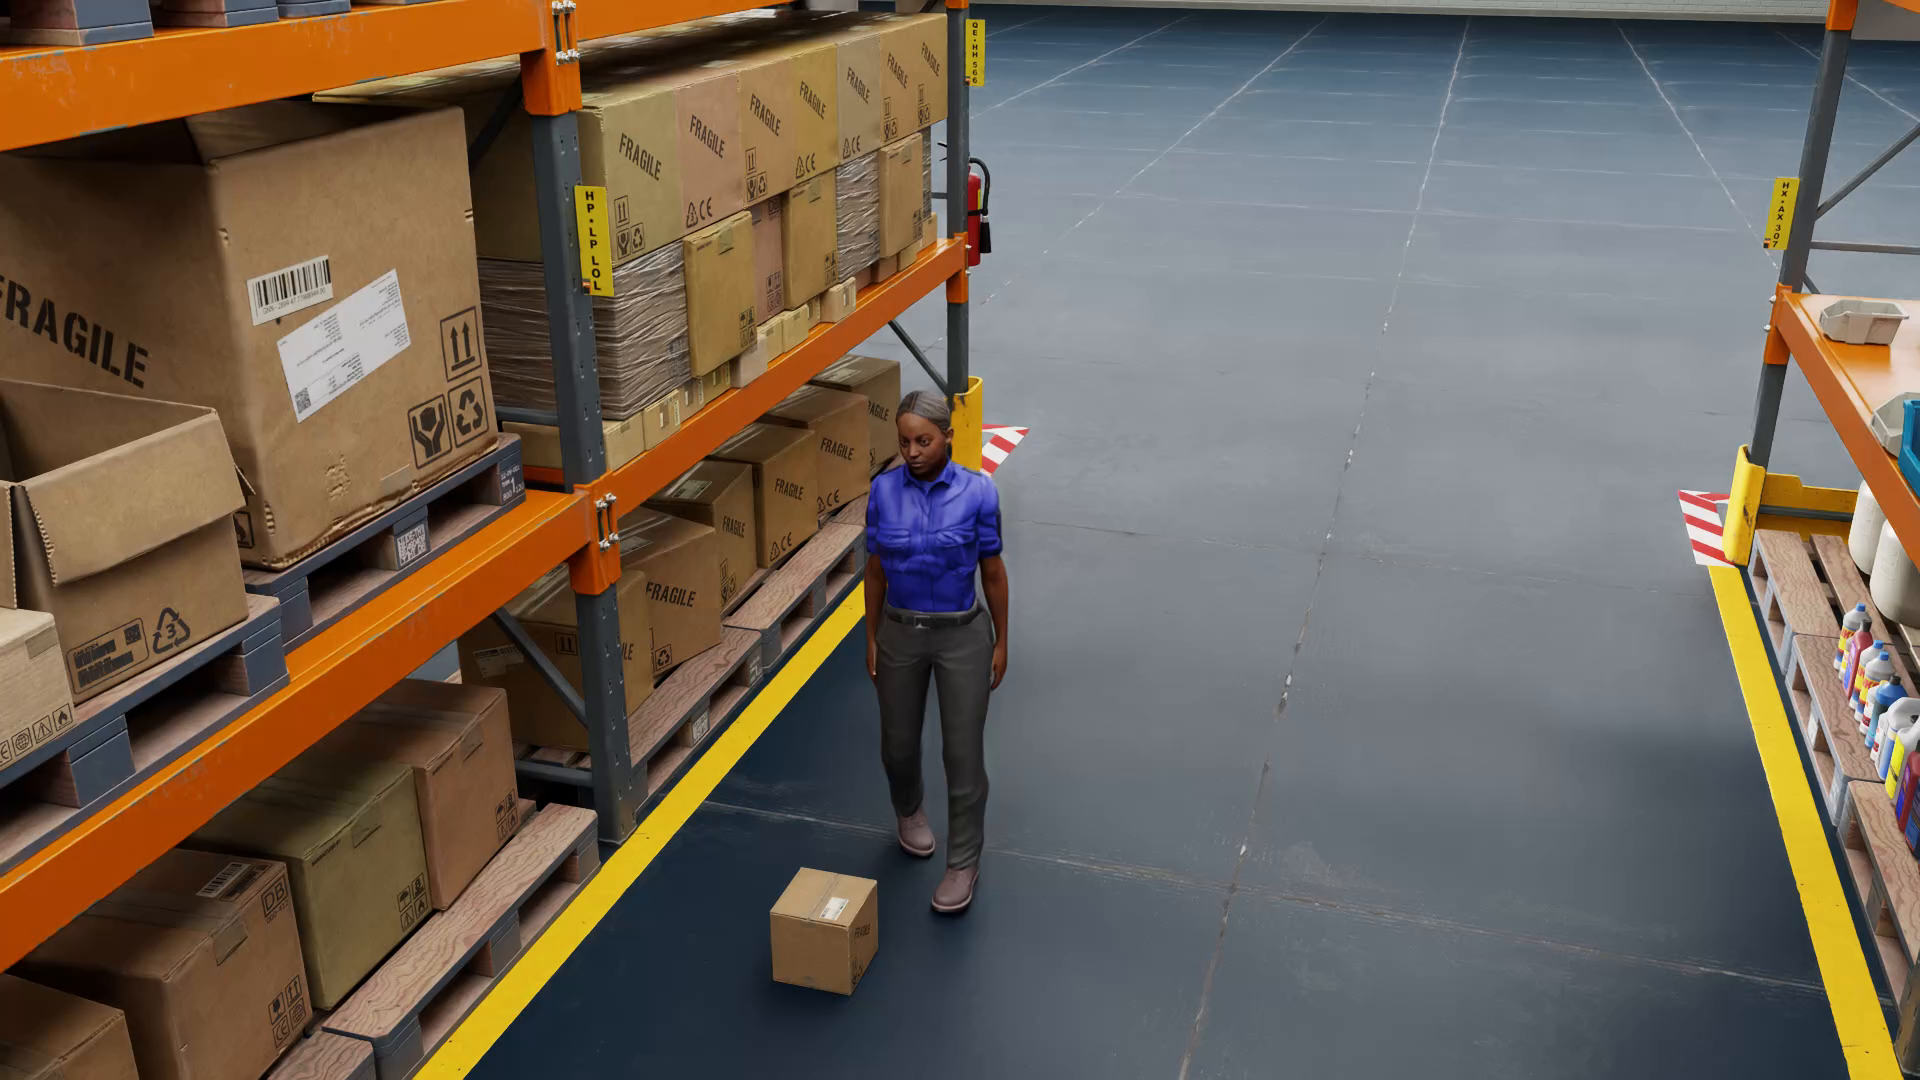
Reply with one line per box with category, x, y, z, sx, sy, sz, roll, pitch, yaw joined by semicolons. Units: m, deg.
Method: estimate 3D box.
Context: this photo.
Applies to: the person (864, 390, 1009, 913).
person;-0.082;0.329;5.269;0.465;1.659;0.597;3;22;9
